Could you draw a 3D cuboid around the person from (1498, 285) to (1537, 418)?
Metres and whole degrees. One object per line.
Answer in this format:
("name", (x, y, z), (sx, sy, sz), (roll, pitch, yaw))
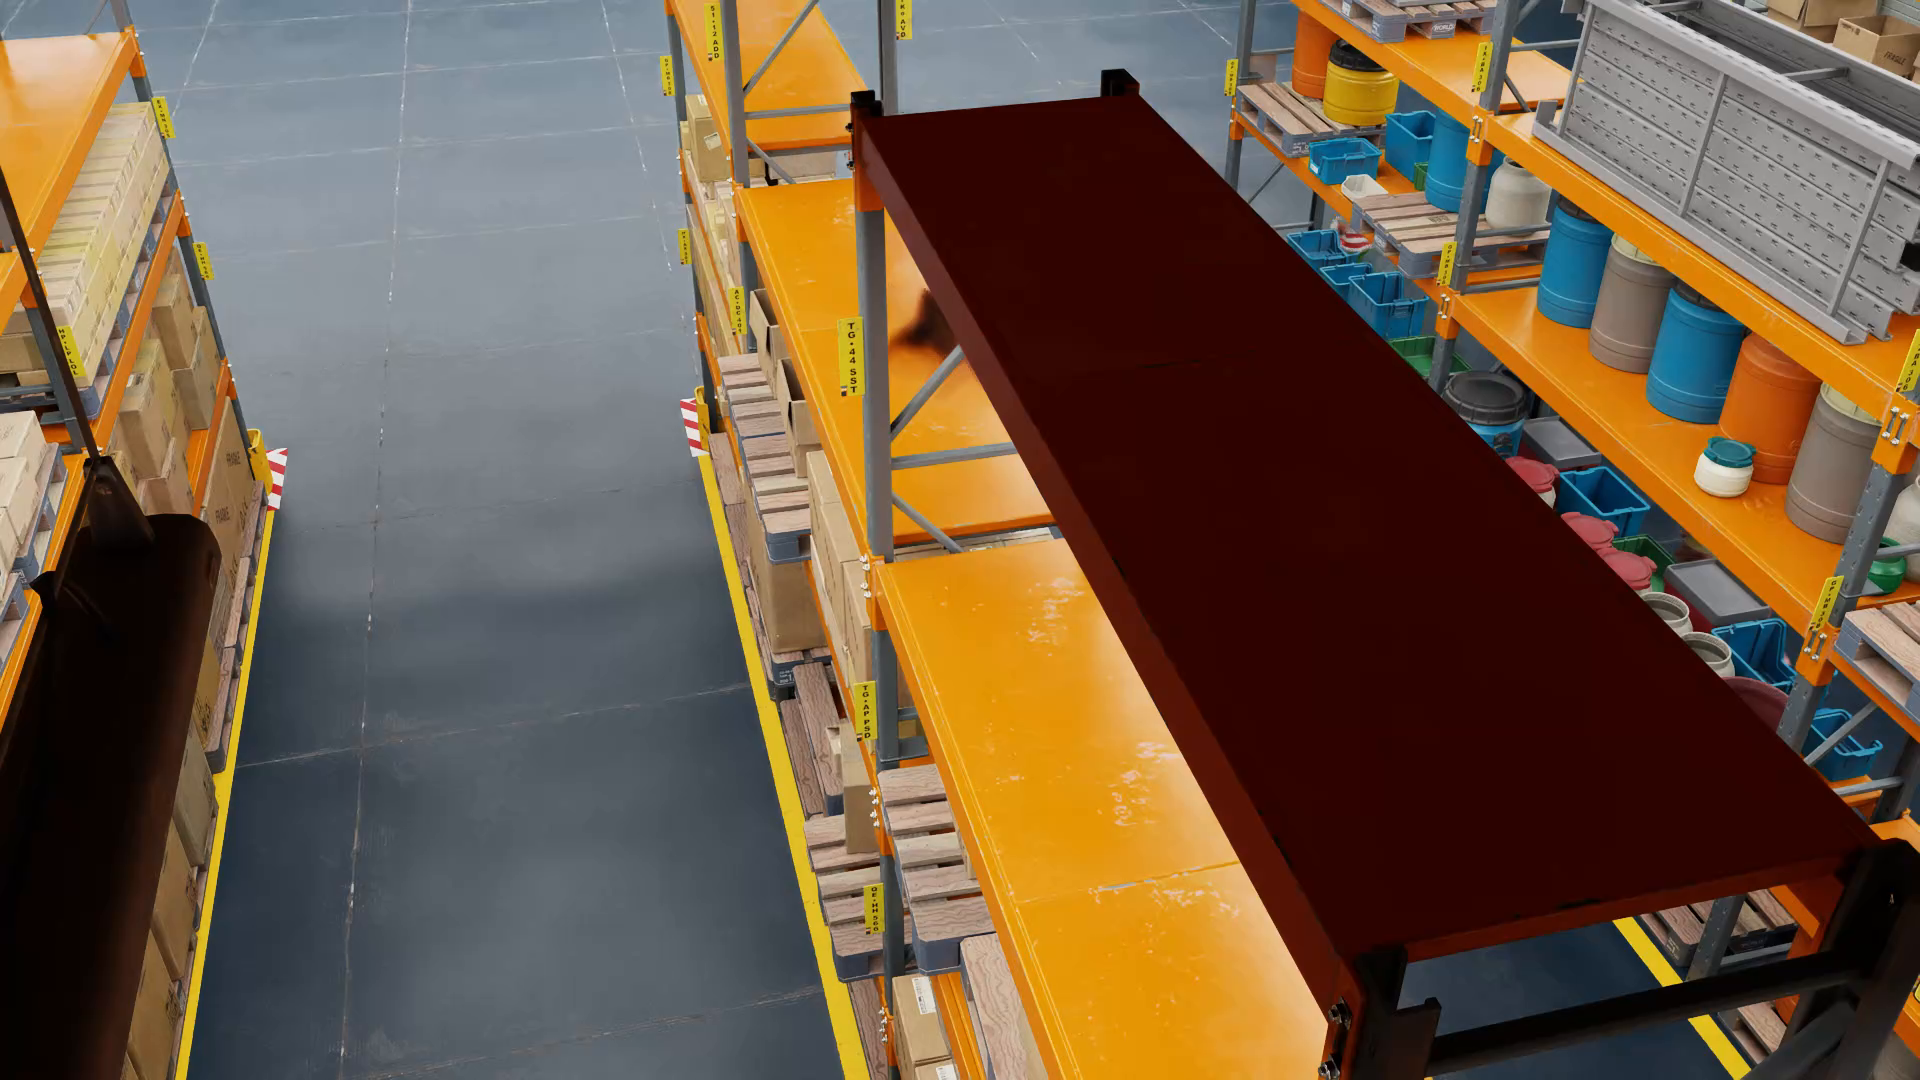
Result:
("person", (5.031, -1.540, 14.893), (0.537, 1.596, 0.878), (-18, 38, -24))

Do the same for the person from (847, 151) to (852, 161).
("person", (-0.882, -3.870, 18.181), (0.971, 1.703, 0.657), (11, 36, 15))

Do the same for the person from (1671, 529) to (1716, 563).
("person", (5.691, 0.054, 12.586), (0.580, 1.636, 0.547), (-7, 35, -10))

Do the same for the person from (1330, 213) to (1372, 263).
("person", (4.062, -3.004, 16.968), (0.703, 1.746, 0.757), (-22, 40, -28))
